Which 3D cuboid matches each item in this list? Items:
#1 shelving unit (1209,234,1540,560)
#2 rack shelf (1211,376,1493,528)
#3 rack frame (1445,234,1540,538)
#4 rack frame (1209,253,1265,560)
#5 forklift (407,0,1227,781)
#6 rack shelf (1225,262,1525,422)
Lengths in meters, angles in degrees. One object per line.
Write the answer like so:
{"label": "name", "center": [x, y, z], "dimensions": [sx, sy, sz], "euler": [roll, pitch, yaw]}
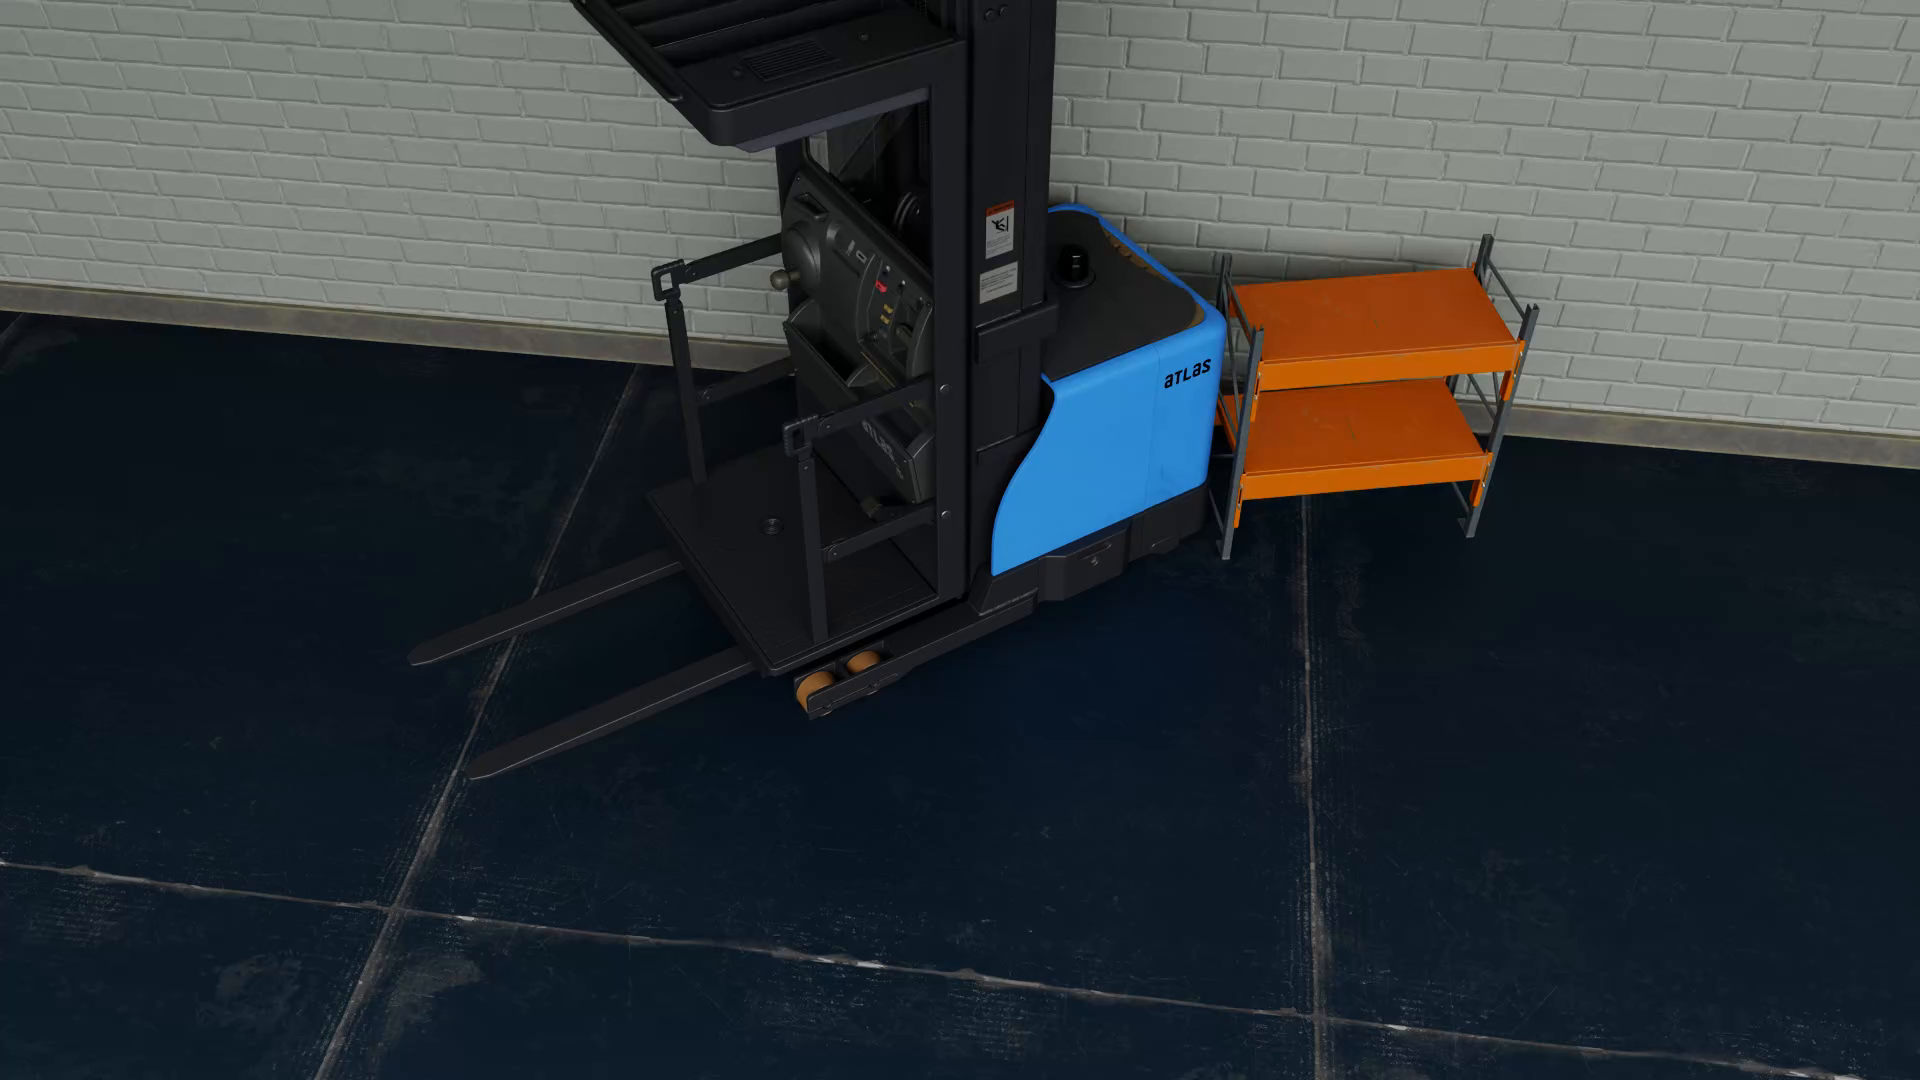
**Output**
{"label": "shelving unit", "center": [1.538, -0.545, 6.507], "dimensions": [1.048, 1.125, 0.538], "euler": [-5, 44, -5]}
{"label": "rack shelf", "center": [1.538, -0.367, 6.675], "dimensions": [1.000, 0.278, 0.538], "euler": [-5, 44, -5]}
{"label": "rack frame", "center": [2.042, -0.589, 6.554], "dimensions": [0.032, 1.125, 0.500], "euler": [-5, 44, -5]}
{"label": "rack frame", "center": [1.034, -0.500, 6.460], "dimensions": [0.032, 1.125, 0.500], "euler": [-5, 44, -5]}
{"label": "forklift", "center": [-0.531, -0.839, 5.504], "dimensions": [3.031, 2.935, 1.130], "euler": [-23, 48, -22]}
{"label": "rack shelf", "center": [1.538, -0.757, 6.306], "dimensions": [1.000, 0.278, 0.538], "euler": [-5, 44, -5]}
